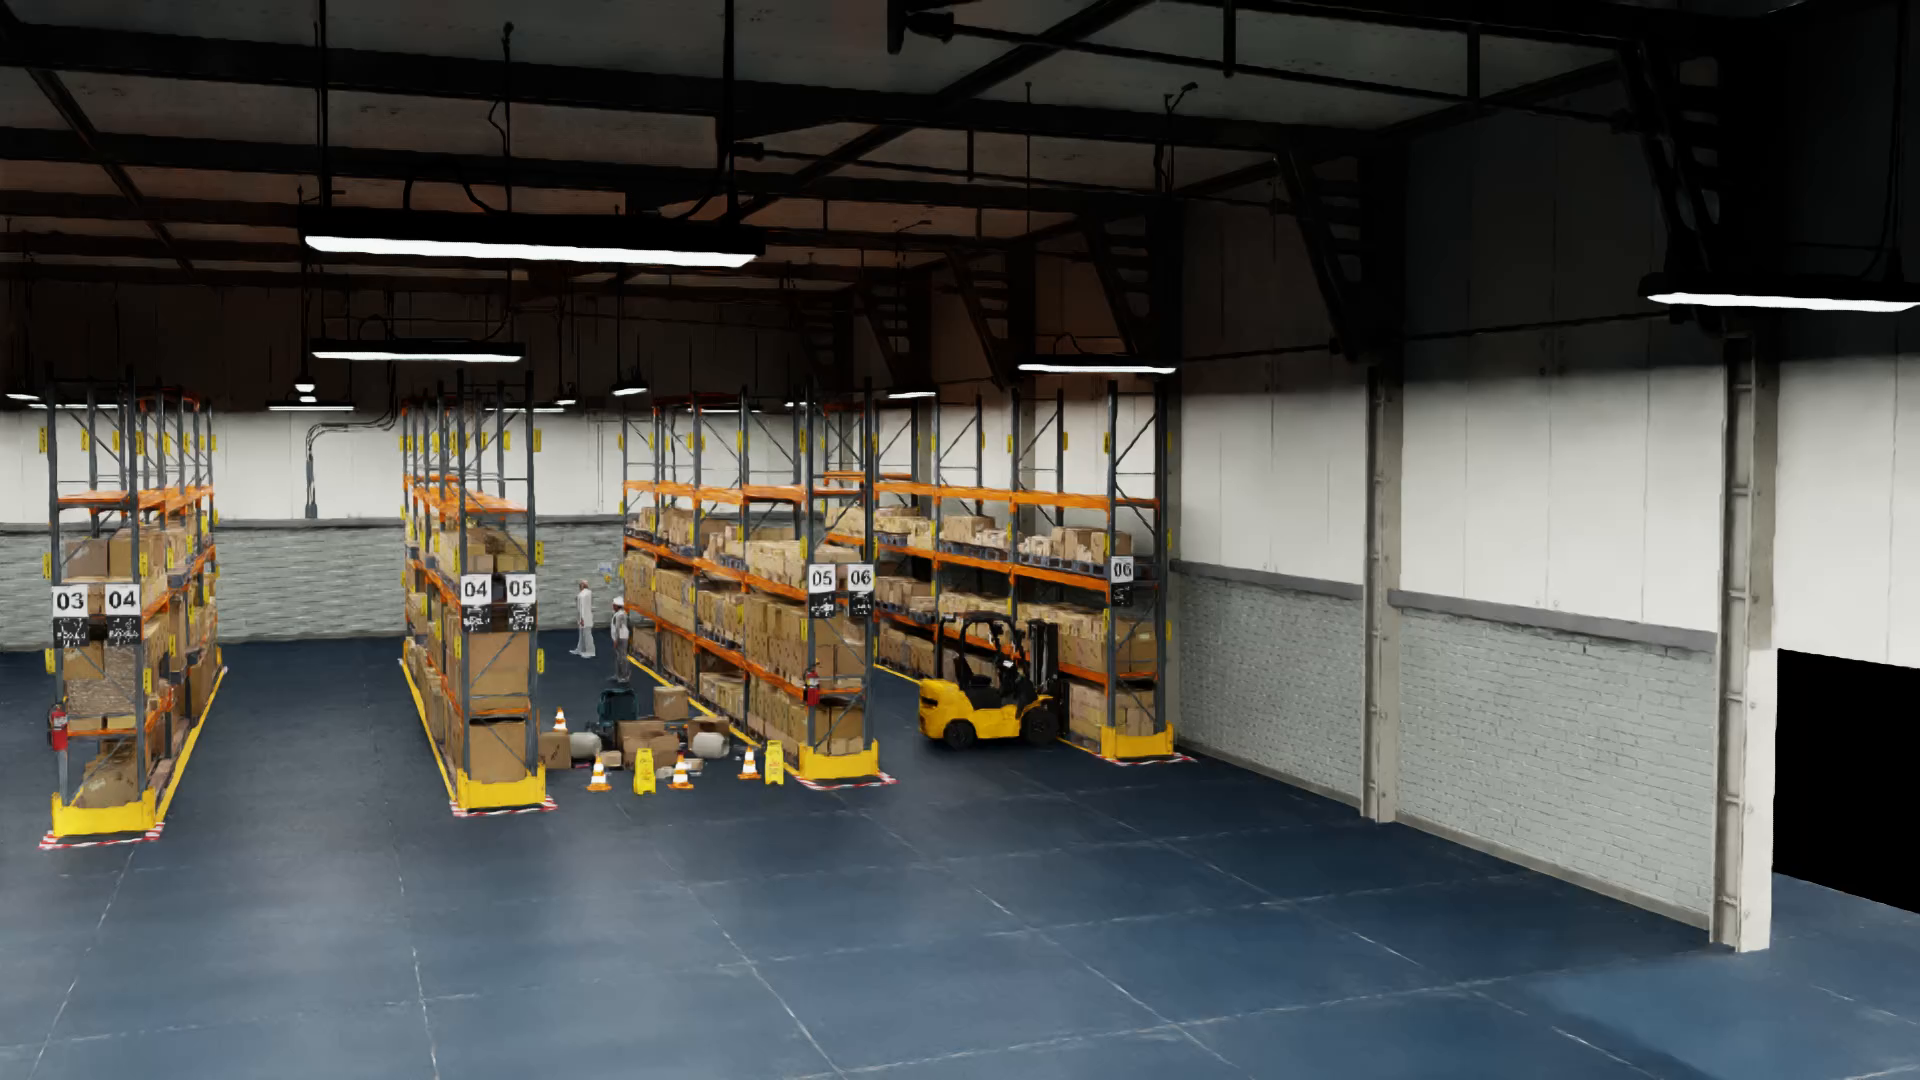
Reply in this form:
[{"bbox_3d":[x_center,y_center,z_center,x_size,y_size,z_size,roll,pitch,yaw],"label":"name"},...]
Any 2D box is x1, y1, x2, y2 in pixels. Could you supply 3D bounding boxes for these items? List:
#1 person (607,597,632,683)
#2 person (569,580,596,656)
[{"bbox_3d":[-7.132,2.071,34.745,0.553,1.771,0.607,0,3,-2],"label":"person"},{"bbox_3d":[-8.870,1.818,39.034,0.677,1.773,0.778,0,3,-1],"label":"person"}]
